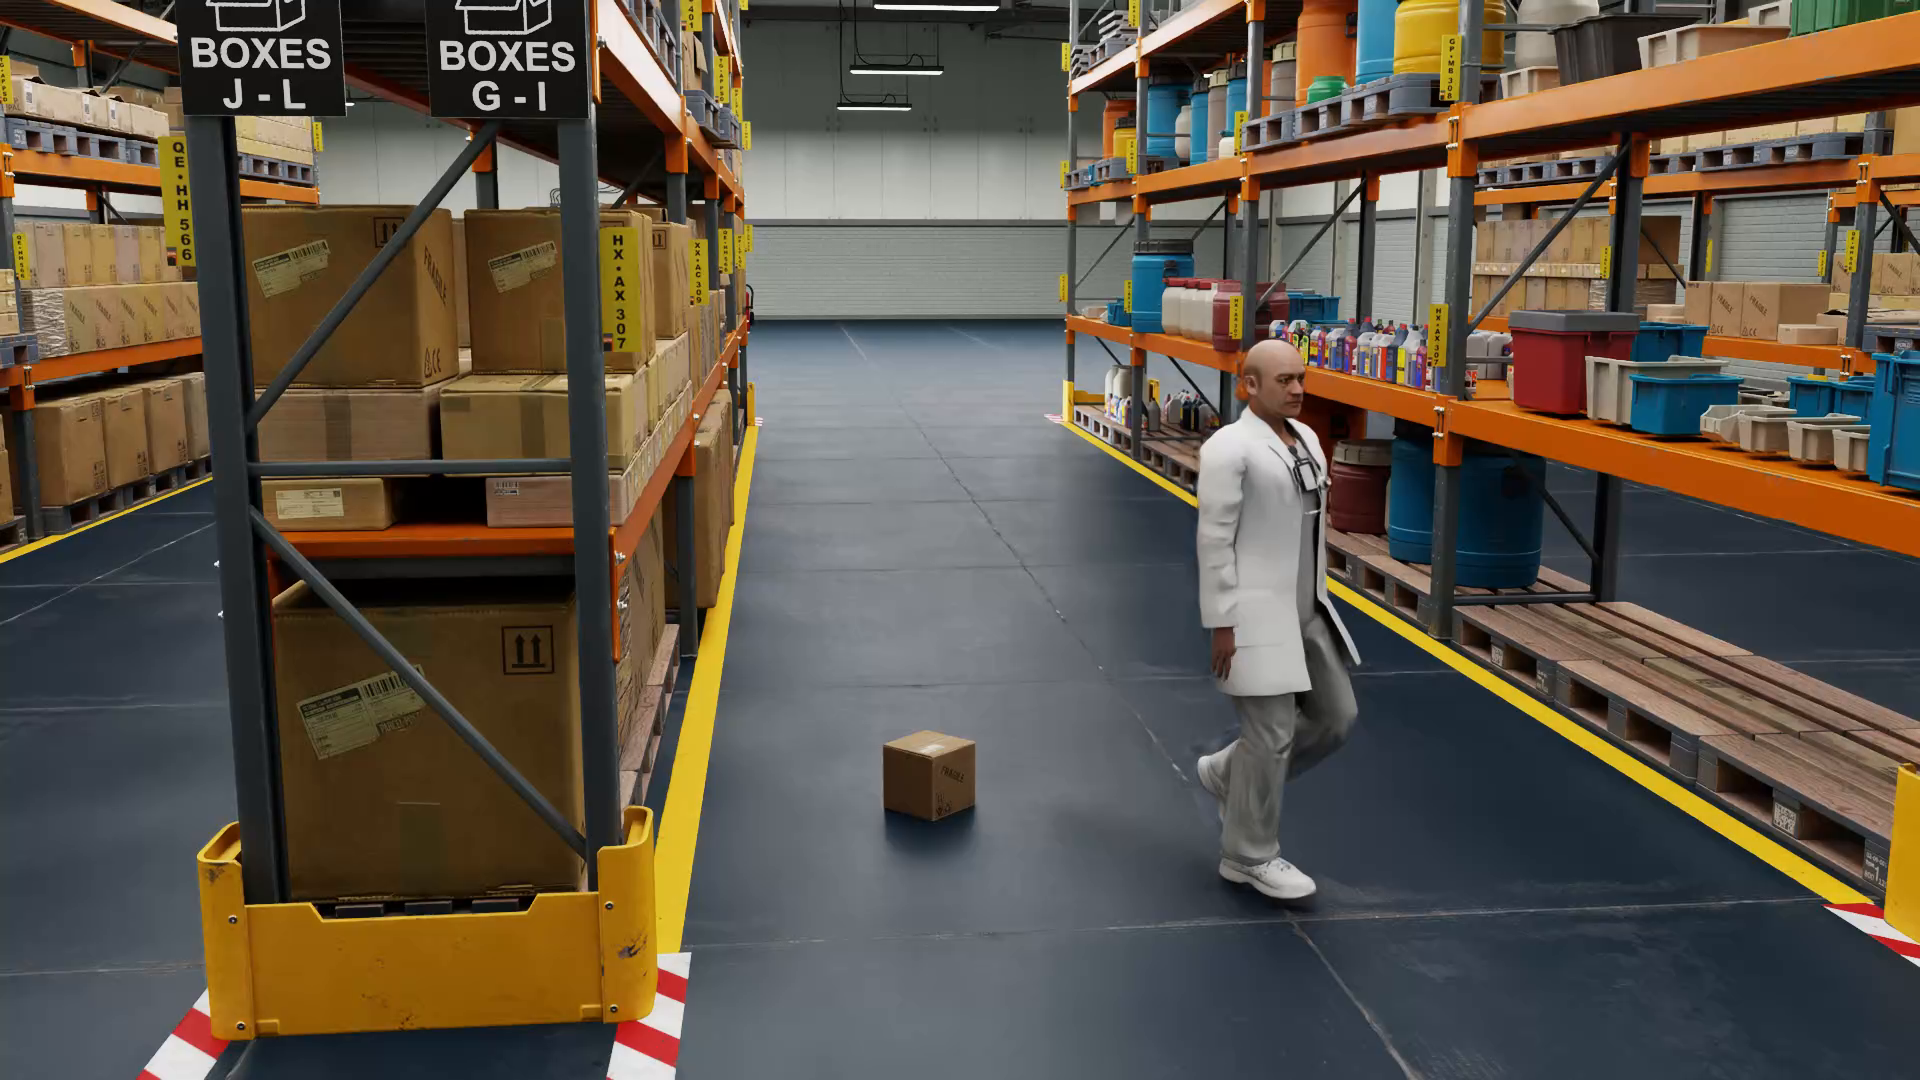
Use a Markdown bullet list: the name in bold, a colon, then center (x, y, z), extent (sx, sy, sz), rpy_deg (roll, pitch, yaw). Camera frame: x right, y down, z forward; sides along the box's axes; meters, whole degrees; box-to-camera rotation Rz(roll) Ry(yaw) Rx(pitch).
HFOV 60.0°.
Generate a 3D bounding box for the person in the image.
- **person**: center (0.986, 0.240, 5.381), extent (0.604, 1.770, 0.560), rpy_deg (-10, 14, -44)
